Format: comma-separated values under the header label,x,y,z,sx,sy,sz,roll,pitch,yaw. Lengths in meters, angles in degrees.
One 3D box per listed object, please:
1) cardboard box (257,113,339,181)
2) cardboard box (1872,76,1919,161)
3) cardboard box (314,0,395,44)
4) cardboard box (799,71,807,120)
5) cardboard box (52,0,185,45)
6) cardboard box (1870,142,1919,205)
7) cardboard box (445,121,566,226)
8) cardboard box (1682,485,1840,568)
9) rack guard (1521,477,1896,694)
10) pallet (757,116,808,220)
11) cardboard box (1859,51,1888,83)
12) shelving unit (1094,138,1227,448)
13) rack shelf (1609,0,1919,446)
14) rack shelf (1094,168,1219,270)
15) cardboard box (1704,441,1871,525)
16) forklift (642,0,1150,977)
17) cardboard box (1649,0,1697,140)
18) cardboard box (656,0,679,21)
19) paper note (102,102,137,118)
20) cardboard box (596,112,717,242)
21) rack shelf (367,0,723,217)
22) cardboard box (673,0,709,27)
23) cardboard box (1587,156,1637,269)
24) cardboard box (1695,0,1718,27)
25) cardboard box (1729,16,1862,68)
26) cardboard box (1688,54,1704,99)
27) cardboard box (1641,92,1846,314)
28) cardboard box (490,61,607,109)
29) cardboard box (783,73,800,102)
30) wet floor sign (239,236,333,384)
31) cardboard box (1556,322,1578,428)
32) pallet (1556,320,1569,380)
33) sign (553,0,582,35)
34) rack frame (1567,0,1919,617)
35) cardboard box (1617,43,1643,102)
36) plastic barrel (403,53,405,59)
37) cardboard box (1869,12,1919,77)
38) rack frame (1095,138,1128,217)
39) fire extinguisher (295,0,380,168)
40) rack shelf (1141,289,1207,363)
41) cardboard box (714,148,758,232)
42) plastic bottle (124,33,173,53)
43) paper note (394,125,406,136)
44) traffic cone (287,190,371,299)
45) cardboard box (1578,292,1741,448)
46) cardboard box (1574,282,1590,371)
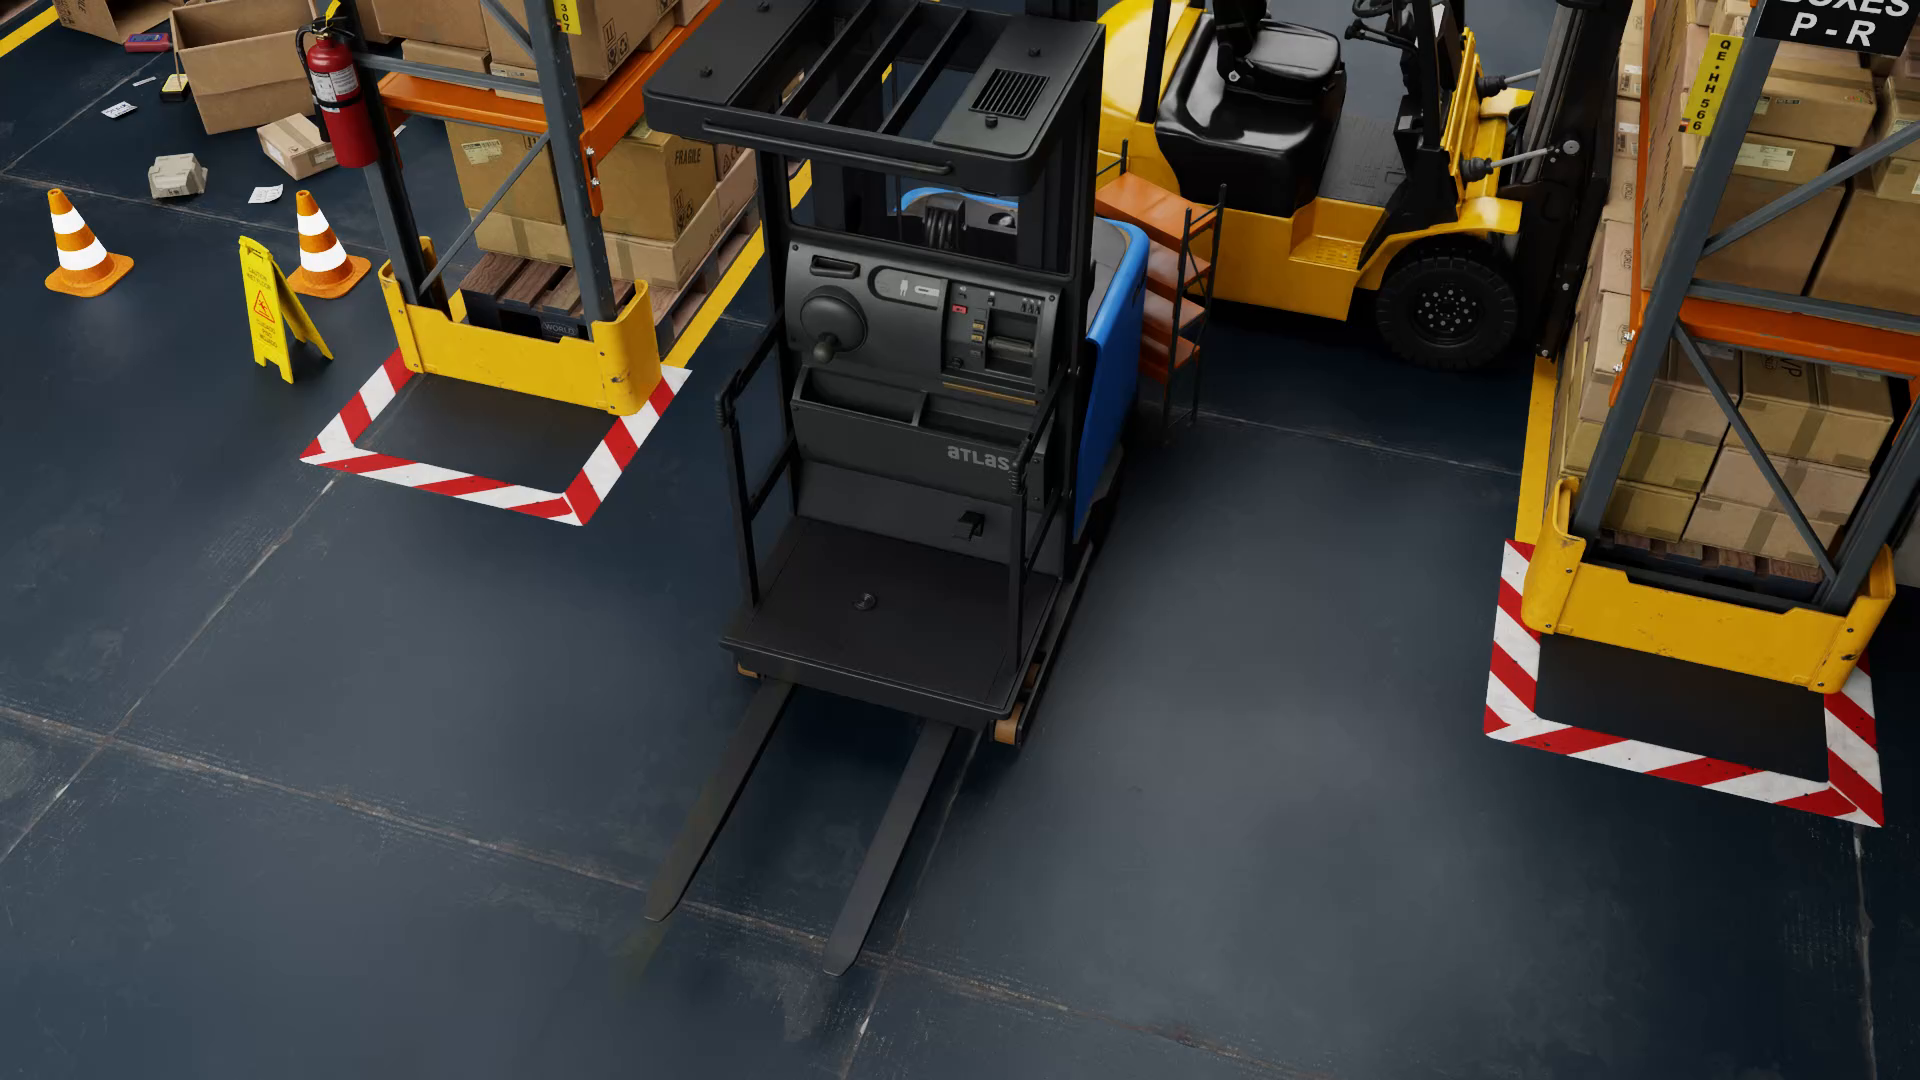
label,x,y,z,sx,sy,sz,roll,pitch,yaw
cardboard box,-3.486,-2.075,8.764,0.250,0.149,0.380,-33,53,-29
cardboard box,3.079,-1.296,5.182,0.380,0.149,0.250,12,46,12
cardboard box,-3.564,-3.281,9.646,0.797,0.637,0.503,13,46,13
cardboard box,-0.980,-2.480,8.805,0.500,0.250,0.500,13,46,13
cardboard box,-4.987,-3.295,9.758,0.500,0.500,0.500,20,48,19
cardboard box,3.124,-1.182,5.278,0.380,0.149,0.250,11,46,11
cardboard box,-1.964,-1.817,7.592,0.500,0.500,0.500,13,46,13
cardboard box,3.109,-0.197,6.472,0.500,0.250,0.500,13,46,13
rack guard,2.767,0.166,6.223,1.175,0.500,0.348,13,46,13
pallet,-1.284,-2.191,8.838,1.003,0.211,1.213,13,46,13
cardboard box,3.221,-1.528,5.632,0.380,0.149,0.250,12,46,12
shelving unit,0.767,-1.005,6.919,0.503,1.200,0.258,33,53,29
rack shelf,3.379,-1.820,6.979,1.077,0.370,4.000,13,46,13
rack shelf,0.767,-1.285,6.644,0.480,0.148,0.258,33,53,29
cardboard box,3.114,-0.359,6.281,0.500,0.250,0.500,13,46,13
forklift,-0.199,-0.634,5.302,1.130,2.935,3.031,13,46,13
cardboard box,2.993,-1.849,6.423,0.500,0.500,0.500,12,46,12
cardboard box,-1.396,-2.537,6.914,0.500,0.500,0.500,14,46,14
paper note,-4.626,-2.370,9.151,0.144,0.017,0.142,28,51,26
cardboard box,-1.443,-1.723,7.496,0.500,0.500,0.500,11,45,11
rack shelf,-1.352,-2.869,8.051,1.077,0.370,4.000,13,46,13
cardboard box,-1.317,-2.376,7.213,0.380,0.149,0.250,13,46,13
cardboard box,2.908,-1.321,6.907,0.500,0.250,0.500,13,46,13
cardboard box,2.920,-1.989,6.103,0.380,0.149,0.250,11,45,11
cardboard box,2.726,-1.572,5.464,0.380,0.149,0.250,13,46,13
cardboard box,2.661,-1.478,5.581,0.380,0.149,0.250,13,46,13
cardboard box,2.673,-1.163,5.722,0.500,0.500,0.500,12,46,12
cardboard box,-1.658,-1.885,6.712,0.380,0.149,0.250,13,46,13
cardboard box,-1.130,-2.405,8.193,0.500,0.500,0.500,13,46,13
wet floor sign,-3.035,-1.051,7.363,0.267,0.644,0.232,28,51,26
cardboard box,2.775,-0.621,6.905,0.500,0.250,0.500,13,46,12
pallet,3.337,-1.076,7.699,1.003,0.211,1.213,13,46,13
sign,-1.441,-1.987,6.017,0.100,0.325,0.005,13,46,13
rack frame,2.774,-0.744,5.365,1.000,3.000,0.127,13,46,13
cardboard box,3.235,-2.006,7.606,0.500,0.250,0.500,14,46,14
plastic barrel,-2.775,-2.569,9.073,0.421,0.421,0.512,-24,49,-22
cardboard box,3.257,-1.642,5.536,0.380,0.149,0.250,13,46,13
rack frame,0.589,-1.121,7.038,0.015,1.200,0.240,33,53,29
fire extinguisher,-2.432,-1.786,6.486,0.296,0.674,0.183,13,46,13
rack shelf,0.767,-0.956,6.966,0.480,0.148,0.258,33,53,29
cardboard box,-1.288,-1.778,8.088,0.500,0.250,0.500,14,46,14
plastic bottle,-4.684,-2.888,9.658,0.283,0.061,0.133,-2,44,-2
paper note,-3.044,-2.213,9.004,0.032,0.001,0.123,13,46,13
traffic cone,-3.057,-1.446,7.896,0.336,0.463,0.334,13,46,13
cardboard box,2.616,-0.641,6.212,0.500,0.250,0.500,14,46,14
cardboard box,2.785,-0.812,6.744,0.500,0.250,0.500,12,46,12
